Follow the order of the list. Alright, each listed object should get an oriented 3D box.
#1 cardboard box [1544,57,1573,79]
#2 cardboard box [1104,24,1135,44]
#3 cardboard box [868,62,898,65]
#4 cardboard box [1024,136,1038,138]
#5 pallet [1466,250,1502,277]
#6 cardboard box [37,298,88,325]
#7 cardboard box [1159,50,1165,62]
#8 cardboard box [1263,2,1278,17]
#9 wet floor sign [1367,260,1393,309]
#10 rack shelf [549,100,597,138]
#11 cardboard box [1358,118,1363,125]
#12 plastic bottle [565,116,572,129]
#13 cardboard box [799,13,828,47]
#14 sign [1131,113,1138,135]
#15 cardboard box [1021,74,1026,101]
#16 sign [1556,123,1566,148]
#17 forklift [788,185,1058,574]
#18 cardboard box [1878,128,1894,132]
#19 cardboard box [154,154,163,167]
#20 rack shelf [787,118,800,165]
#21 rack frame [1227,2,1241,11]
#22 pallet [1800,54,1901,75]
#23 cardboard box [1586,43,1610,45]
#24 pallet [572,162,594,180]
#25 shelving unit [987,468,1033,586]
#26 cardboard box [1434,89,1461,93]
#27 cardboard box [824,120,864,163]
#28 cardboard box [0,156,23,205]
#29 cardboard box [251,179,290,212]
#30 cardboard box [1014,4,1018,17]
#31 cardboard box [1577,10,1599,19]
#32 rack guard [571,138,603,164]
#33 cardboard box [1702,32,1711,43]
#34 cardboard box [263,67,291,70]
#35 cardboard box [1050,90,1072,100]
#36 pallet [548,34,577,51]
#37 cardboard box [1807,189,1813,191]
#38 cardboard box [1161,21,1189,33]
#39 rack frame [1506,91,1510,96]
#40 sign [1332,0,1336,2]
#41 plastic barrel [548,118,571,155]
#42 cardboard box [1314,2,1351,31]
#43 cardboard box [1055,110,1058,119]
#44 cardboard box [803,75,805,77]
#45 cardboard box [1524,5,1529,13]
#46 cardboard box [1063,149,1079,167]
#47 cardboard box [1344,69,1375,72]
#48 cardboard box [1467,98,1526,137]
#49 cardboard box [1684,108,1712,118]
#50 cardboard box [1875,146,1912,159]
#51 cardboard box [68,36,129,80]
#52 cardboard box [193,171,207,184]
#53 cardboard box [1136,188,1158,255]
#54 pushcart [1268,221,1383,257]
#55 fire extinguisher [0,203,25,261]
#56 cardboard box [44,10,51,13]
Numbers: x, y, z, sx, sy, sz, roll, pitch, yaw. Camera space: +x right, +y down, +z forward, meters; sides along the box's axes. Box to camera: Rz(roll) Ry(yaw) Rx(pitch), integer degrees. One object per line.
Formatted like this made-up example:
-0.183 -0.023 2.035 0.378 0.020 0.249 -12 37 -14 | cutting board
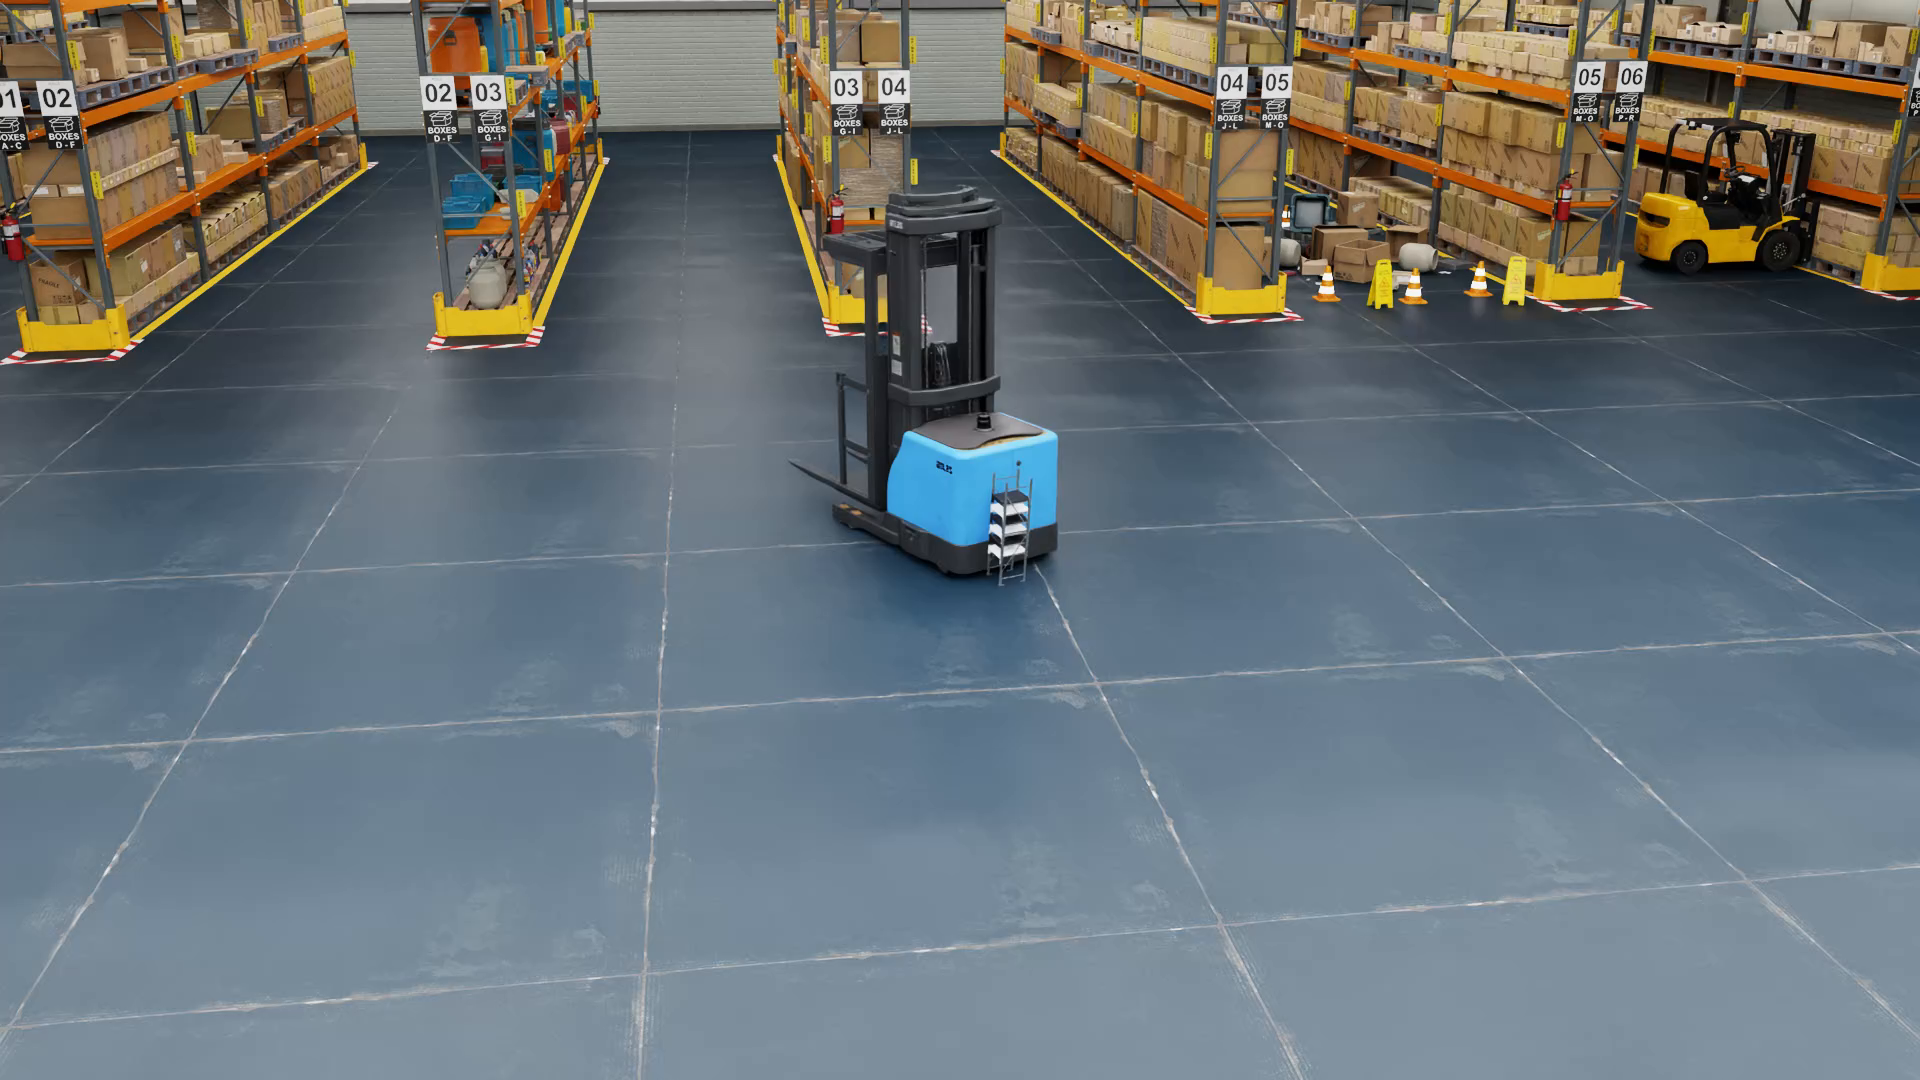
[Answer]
8.332 -6.438 22.669 0.500 0.250 0.500 -3 21 -8 | cardboard box
2.668 -8.280 27.194 0.500 0.311 0.500 -3 21 -9 | cardboard box
-1.014 -6.203 21.895 0.380 0.149 0.250 -2 21 -6 | cardboard box
1.561 -8.460 35.204 0.380 0.149 0.250 -3 21 -8 | cardboard box
8.406 -4.225 25.226 1.003 0.211 1.213 -3 21 -8 | pallet
-11.307 -2.882 20.974 0.500 0.250 0.500 -3 21 -8 | cardboard box
3.076 -6.936 23.829 0.380 0.149 0.250 -3 21 -9 | cardboard box
6.716 -11.118 34.518 0.797 0.503 0.637 -1 21 -4 | cardboard box
5.752 -3.503 22.672 0.267 0.644 0.232 -7 21 -17 | wet floor sign
-8.054 -8.561 33.879 1.077 0.370 4.000 -3 21 -8 | rack shelf
7.382 -7.527 29.842 0.380 0.149 0.250 -4 21 -11 | cardboard box
-7.244 -7.680 30.668 0.152 0.276 0.135 -3 21 -8 | plastic bottle
-2.325 -8.231 26.823 0.500 0.500 0.500 -4 21 -9 | cardboard box
2.676 -6.375 25.457 0.100 0.325 0.005 -3 21 -8 | sign
1.565 -9.362 34.427 0.500 0.500 0.500 -3 21 -8 | cardboard box
8.120 -5.470 22.468 0.100 0.325 0.005 -3 21 -8 | sign
-0.460 -1.554 14.188 1.130 2.935 3.031 -14 25 -33 | forklift
13.669 -5.939 24.334 0.380 0.149 0.250 -3 21 -7 | cardboard box
-11.150 -5.187 22.748 0.380 0.149 0.250 -3 21 -8 | cardboard box
-2.576 -7.426 30.839 1.077 0.370 4.000 -3 21 -8 | rack shelf
6.366 -13.151 36.564 1.000 3.000 0.127 -3 21 -8 | rack frame
13.328 -7.085 24.739 1.003 0.211 1.213 -3 21 -8 | pallet
8.833 -6.862 23.233 0.380 0.149 0.250 -3 21 -8 | cardboard box
-8.089 -7.575 34.197 1.003 0.211 1.213 -3 21 -8 | pallet
0.390 -0.098 13.168 0.258 0.900 0.210 -11 29 -26 | shelving unit
8.119 -7.424 27.710 0.380 0.149 0.250 -2 21 -5 | cardboard box
-1.536 -5.306 22.138 0.500 0.500 0.500 -3 21 -8 | cardboard box
-17.216 -6.369 29.455 0.750 0.750 0.750 -2 21 -6 | cardboard box
-11.955 -5.960 28.831 0.500 0.500 0.500 -4 21 -10 | cardboard box
1.425 -11.103 34.870 0.500 0.250 0.500 -3 21 -7 | cardboard box
11.940 -9.949 31.499 0.380 0.149 0.250 -3 21 -9 | cardboard box
-8.358 -8.427 36.065 1.175 0.500 0.348 -3 21 -8 | rack guard
12.548 -8.333 27.570 0.380 0.149 0.250 -3 21 -8 | cardboard box
-13.073 -8.812 31.949 0.500 0.500 0.500 -3 21 -9 | cardboard box
1.890 -8.328 31.135 0.380 0.149 0.250 -2 21 -6 | cardboard box
-7.389 -8.863 29.643 1.003 0.211 1.213 -3 21 -8 | pallet
13.357 -5.479 26.498 0.500 0.250 0.500 -3 21 -9 | cardboard box
3.077 -7.309 23.688 0.380 0.149 0.250 -3 21 -7 | cardboard box
11.854 -9.207 34.580 1.000 3.000 0.127 -3 21 -8 | rack frame
7.478 -10.781 33.318 0.100 0.325 0.005 -3 21 -8 | sign
-6.822 -6.739 27.778 0.600 0.536 0.708 -3 21 -8 | plastic barrel
6.978 -9.815 31.177 0.500 0.500 0.500 -3 21 -7 | cardboard box
1.965 -7.867 30.751 0.380 0.149 0.250 -4 21 -10 | cardboard box
-2.571 -8.299 30.572 0.797 0.503 0.637 -2 21 -6 | cardboard box
11.572 -10.663 33.382 0.380 0.149 0.250 -3 21 -7 | cardboard box
2.194 -7.061 30.734 0.500 0.250 0.500 -3 21 -7 | cardboard box
7.549 -8.620 31.436 0.500 0.500 0.500 -2 21 -6 | cardboard box
8.042 -6.323 24.863 0.700 0.500 0.500 -3 21 -9 | cardboard box
12.555 -7.249 28.267 0.380 0.149 0.250 -3 21 -9 | cardboard box
13.256 -5.509 23.608 0.380 0.149 0.250 -3 21 -7 | cardboard box
-10.907 -6.105 21.045 0.500 0.500 0.500 -3 21 -8 | cardboard box
-11.440 -5.387 24.710 0.380 0.149 0.250 -3 21 -8 | cardboard box
3.233 -4.881 25.433 0.875 0.875 0.875 -3 21 -7 | cardboard box
5.847 -4.825 26.594 1.648 0.377 0.936 -11 23 -26 | pushcart
-11.380 -3.702 19.951 0.296 0.674 0.183 -3 21 -8 | fire extinguisher
-17.551 -10.245 31.472 0.500 0.500 0.500 -3 21 -7 | cardboard box
